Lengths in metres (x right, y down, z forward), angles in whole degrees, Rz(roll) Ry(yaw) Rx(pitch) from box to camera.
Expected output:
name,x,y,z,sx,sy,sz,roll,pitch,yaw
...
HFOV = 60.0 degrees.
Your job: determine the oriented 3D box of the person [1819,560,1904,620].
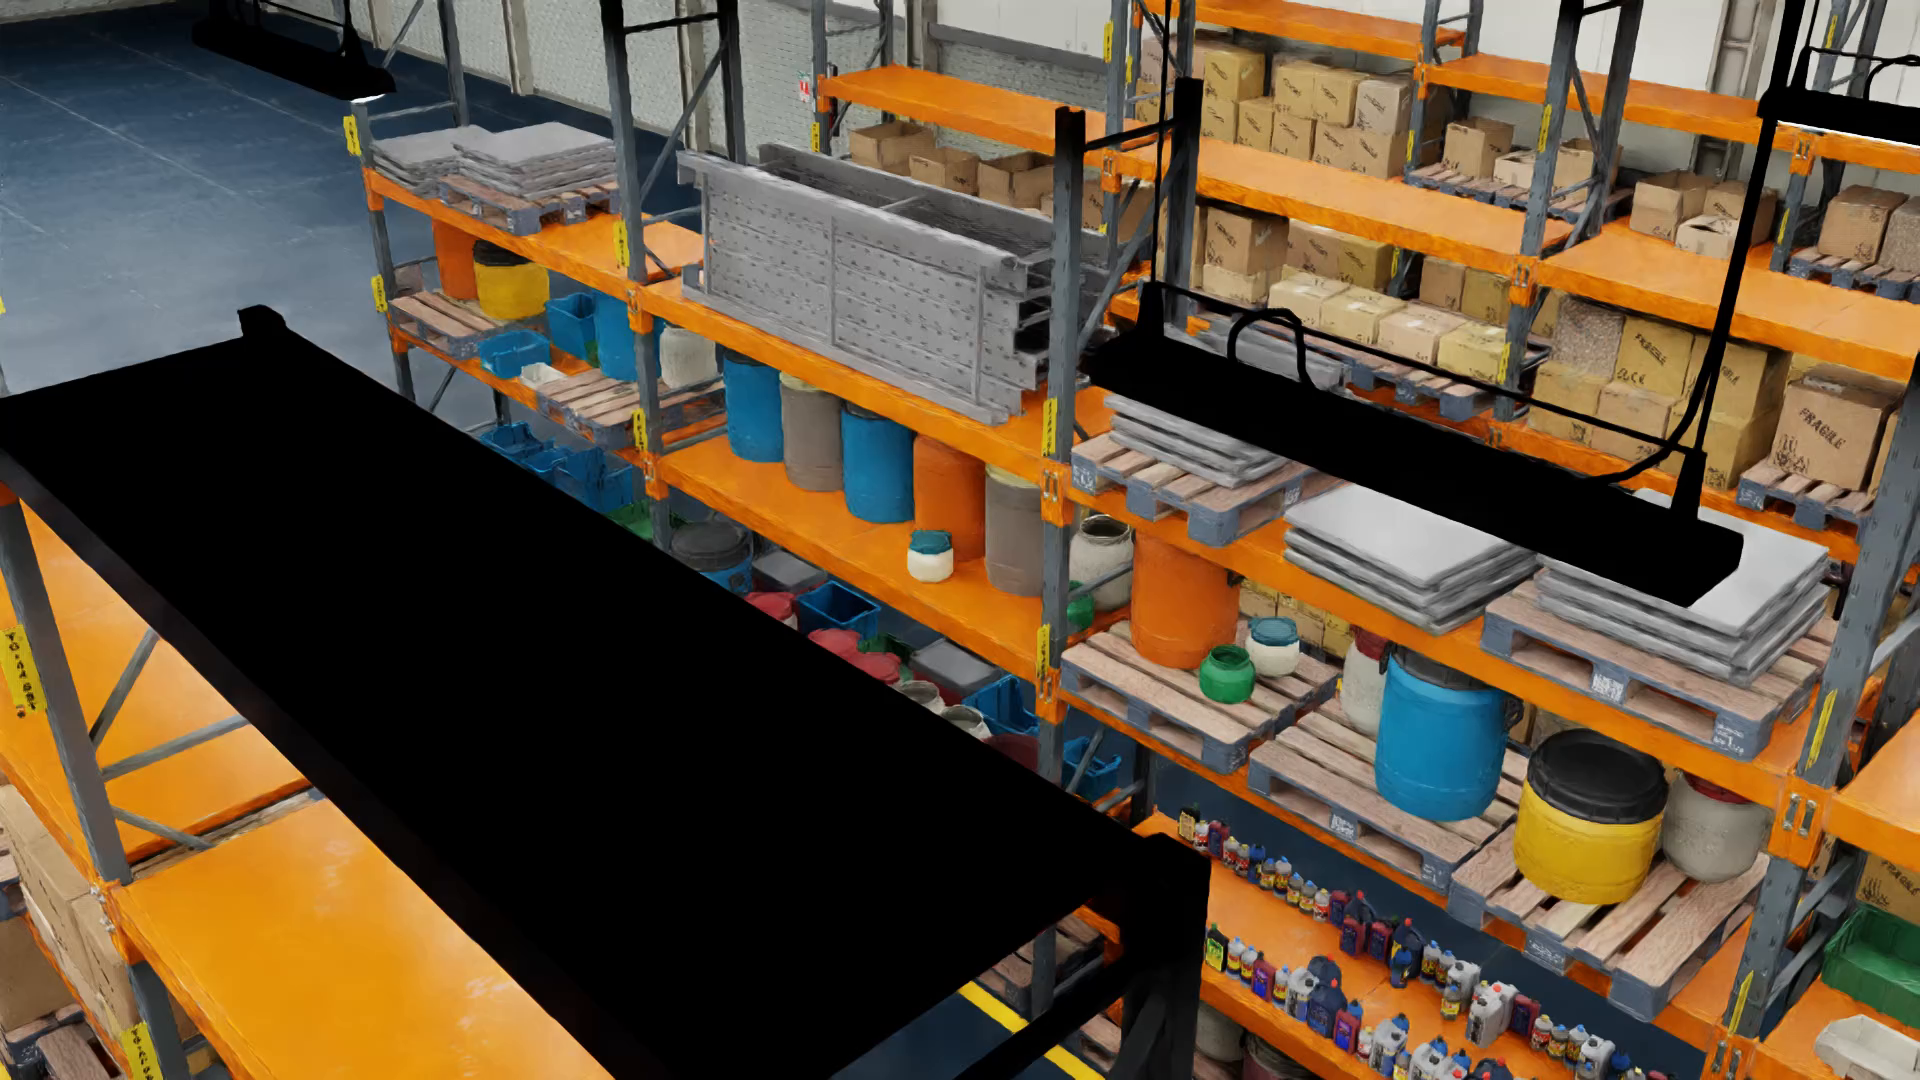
name,x,y,z,sx,sy,sz,roll,pitch,yaw
person,7.609,0.492,14.124,0.903,1.718,0.735,22,35,36
